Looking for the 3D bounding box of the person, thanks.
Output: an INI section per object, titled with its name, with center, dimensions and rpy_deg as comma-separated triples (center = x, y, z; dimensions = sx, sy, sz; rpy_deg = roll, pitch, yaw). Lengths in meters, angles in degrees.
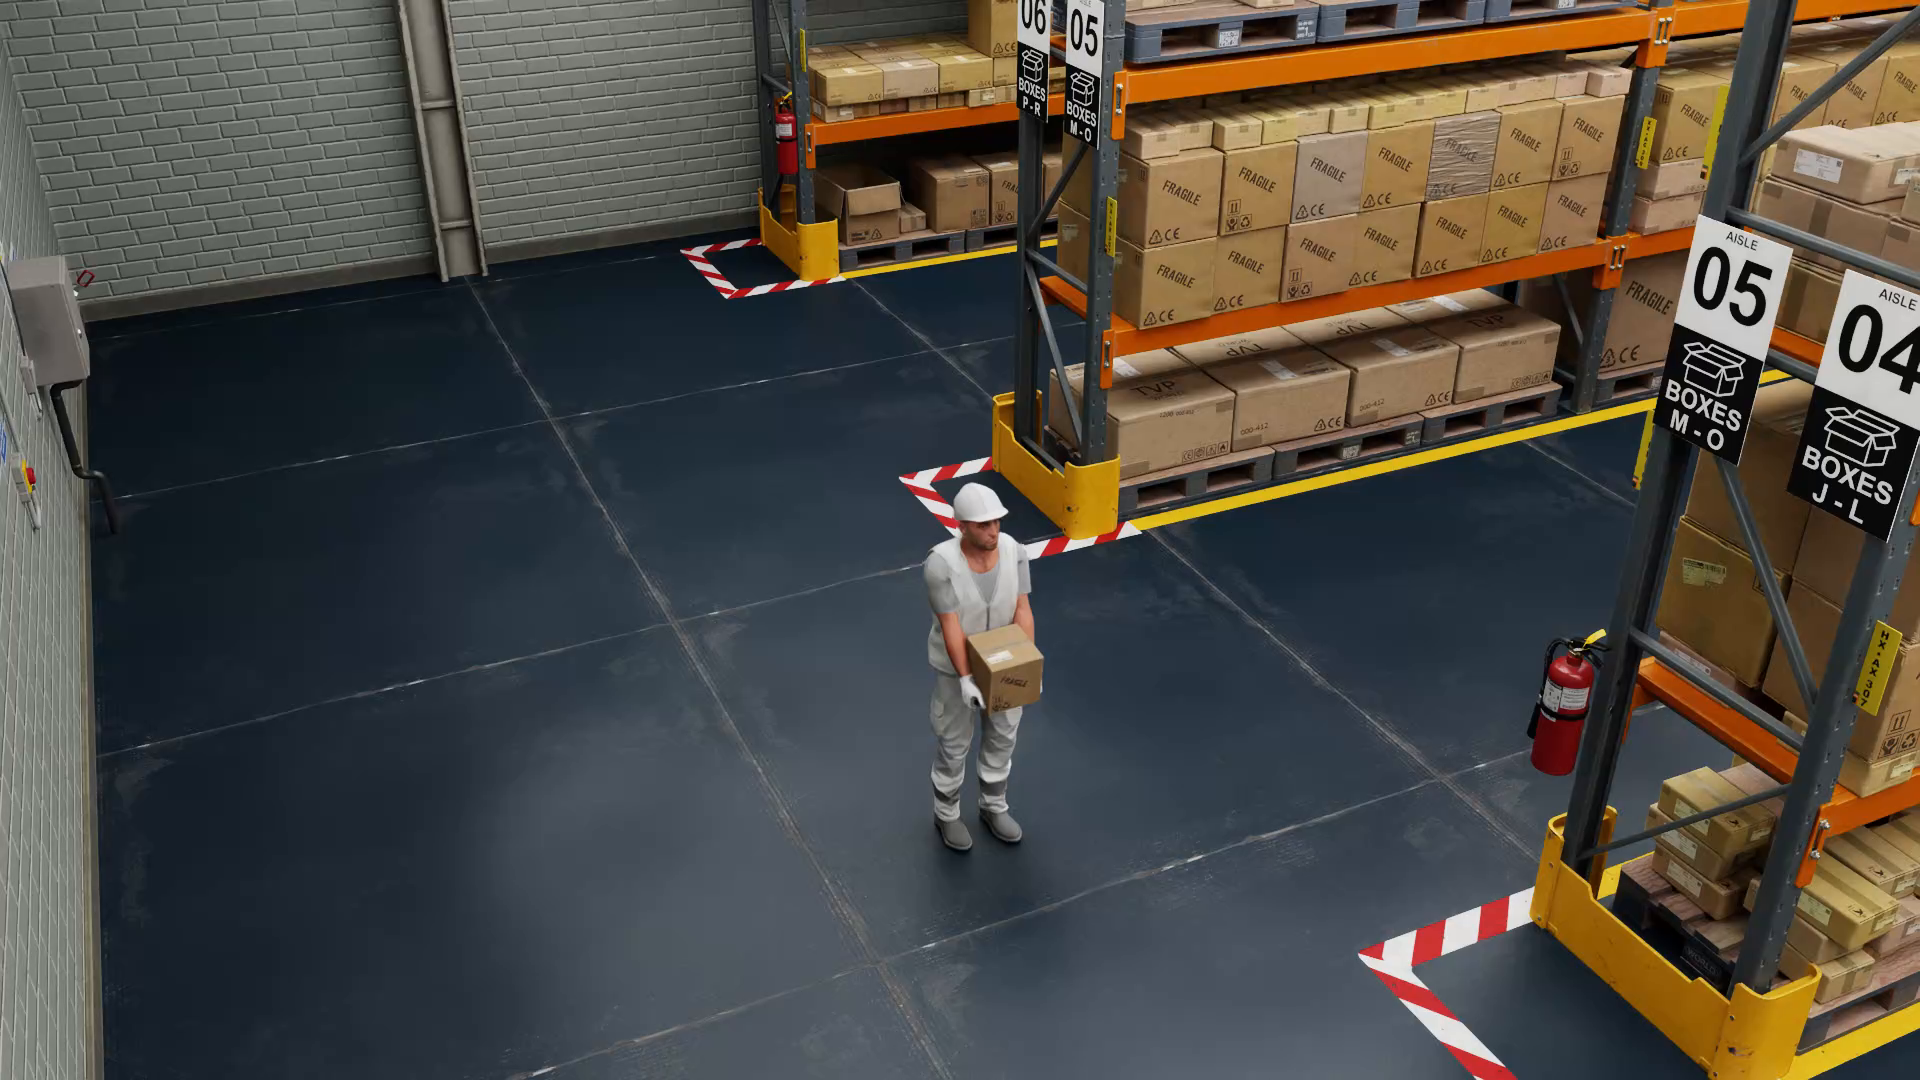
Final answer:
[person]
center = 0.118, 0.596, 7.363
dimensions = 0.495, 1.787, 0.553
rpy_deg = -13, 32, -22
